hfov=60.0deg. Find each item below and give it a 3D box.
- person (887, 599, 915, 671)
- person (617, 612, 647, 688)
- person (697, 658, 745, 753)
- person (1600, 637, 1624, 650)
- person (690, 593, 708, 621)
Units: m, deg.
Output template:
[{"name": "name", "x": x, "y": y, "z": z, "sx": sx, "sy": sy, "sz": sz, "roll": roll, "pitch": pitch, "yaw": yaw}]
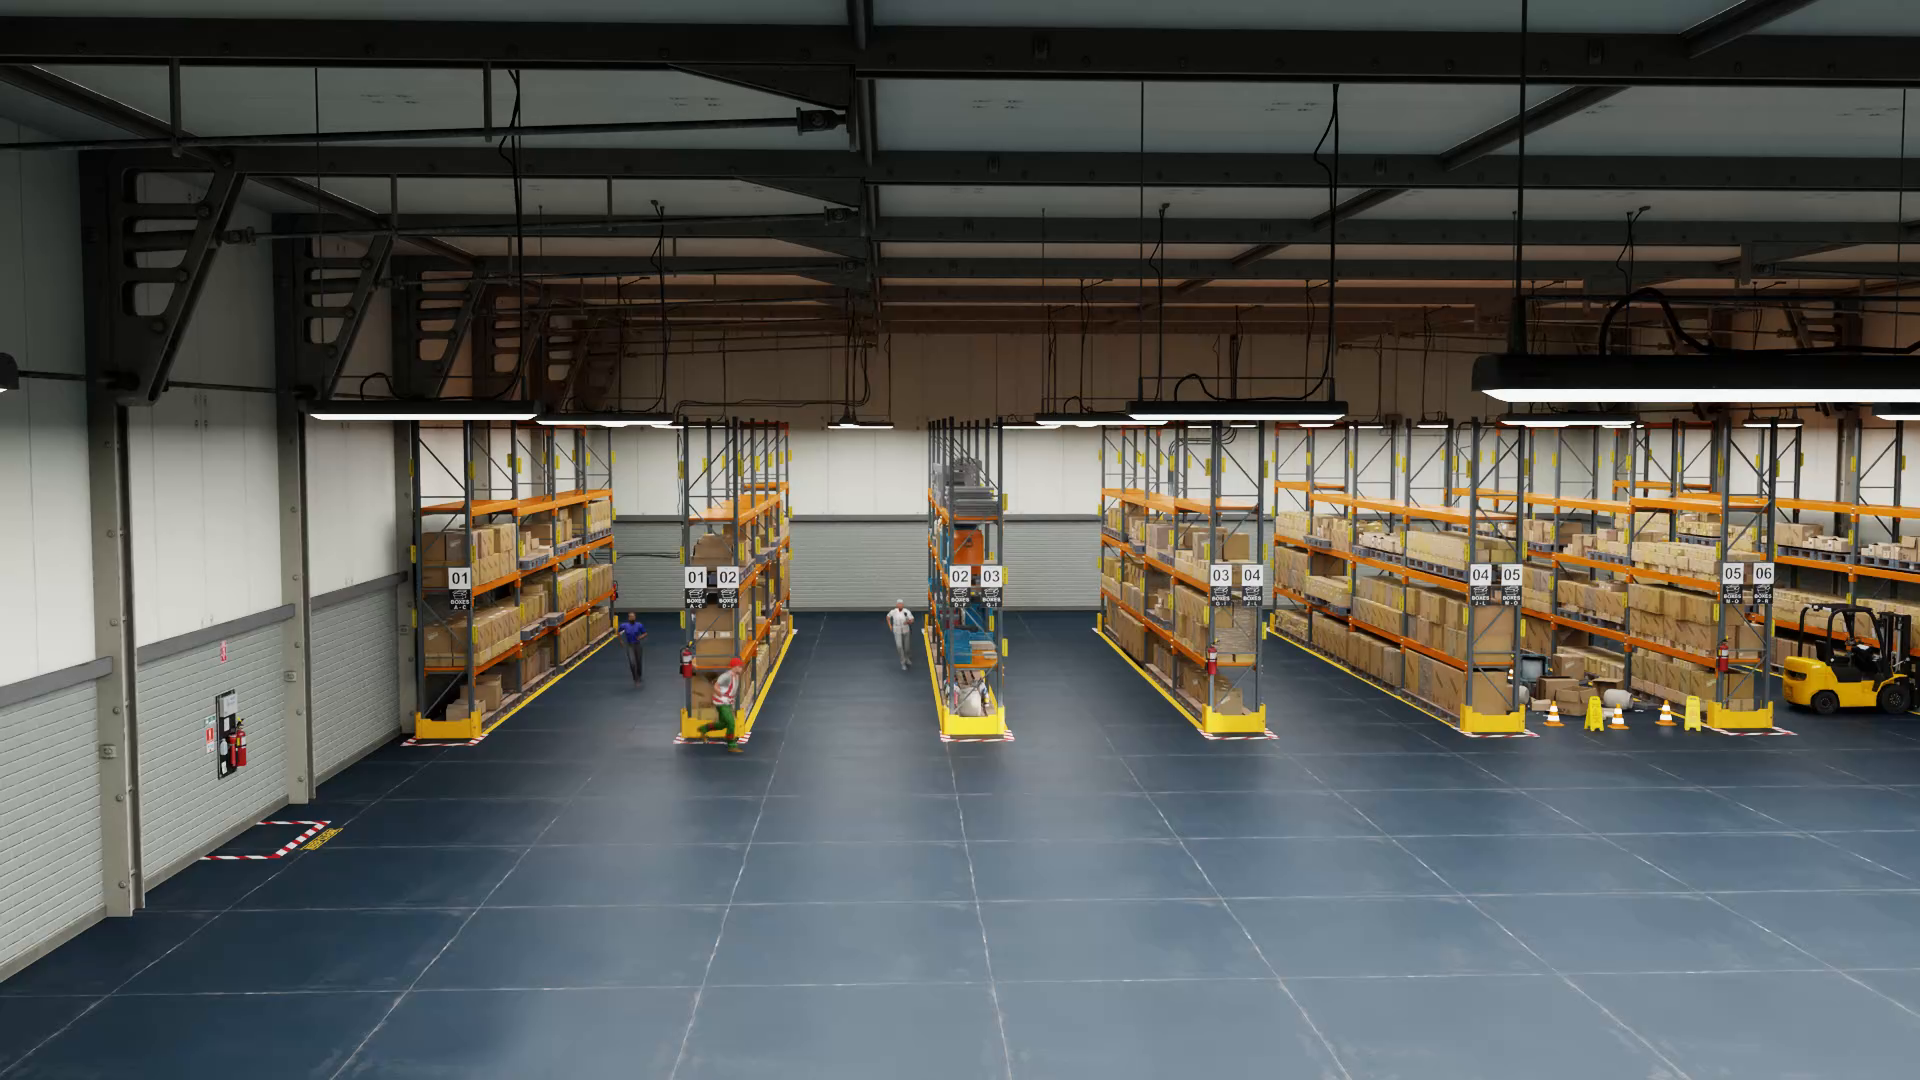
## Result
[{"name": "person", "x": -1.433, "y": 2.275, "z": 40.229, "sx": 0.676, "sy": 1.698, "sz": 0.822, "roll": 0, "pitch": 4, "yaw": -3}, {"name": "person", "x": -7.376, "y": 2.471, "z": 37.455, "sx": 0.664, "sy": 1.691, "sz": 0.773, "roll": -1, "pitch": 4, "yaw": -15}, {"name": "person", "x": -4.288, "y": 2.950, "z": 29.668, "sx": 0.972, "sy": 1.728, "sz": 0.663, "roll": 2, "pitch": 4, "yaw": 24}, {"name": "person", "x": 17.048, "y": 2.016, "z": 43.333, "sx": 0.655, "sy": 1.749, "sz": 0.905, "roll": -1, "pitch": 4, "yaw": -15}, {"name": "person", "x": -6.699, "y": 2.036, "z": 43.479, "sx": 0.686, "sy": 1.710, "sz": 0.696, "roll": -1, "pitch": 4, "yaw": -16}]
